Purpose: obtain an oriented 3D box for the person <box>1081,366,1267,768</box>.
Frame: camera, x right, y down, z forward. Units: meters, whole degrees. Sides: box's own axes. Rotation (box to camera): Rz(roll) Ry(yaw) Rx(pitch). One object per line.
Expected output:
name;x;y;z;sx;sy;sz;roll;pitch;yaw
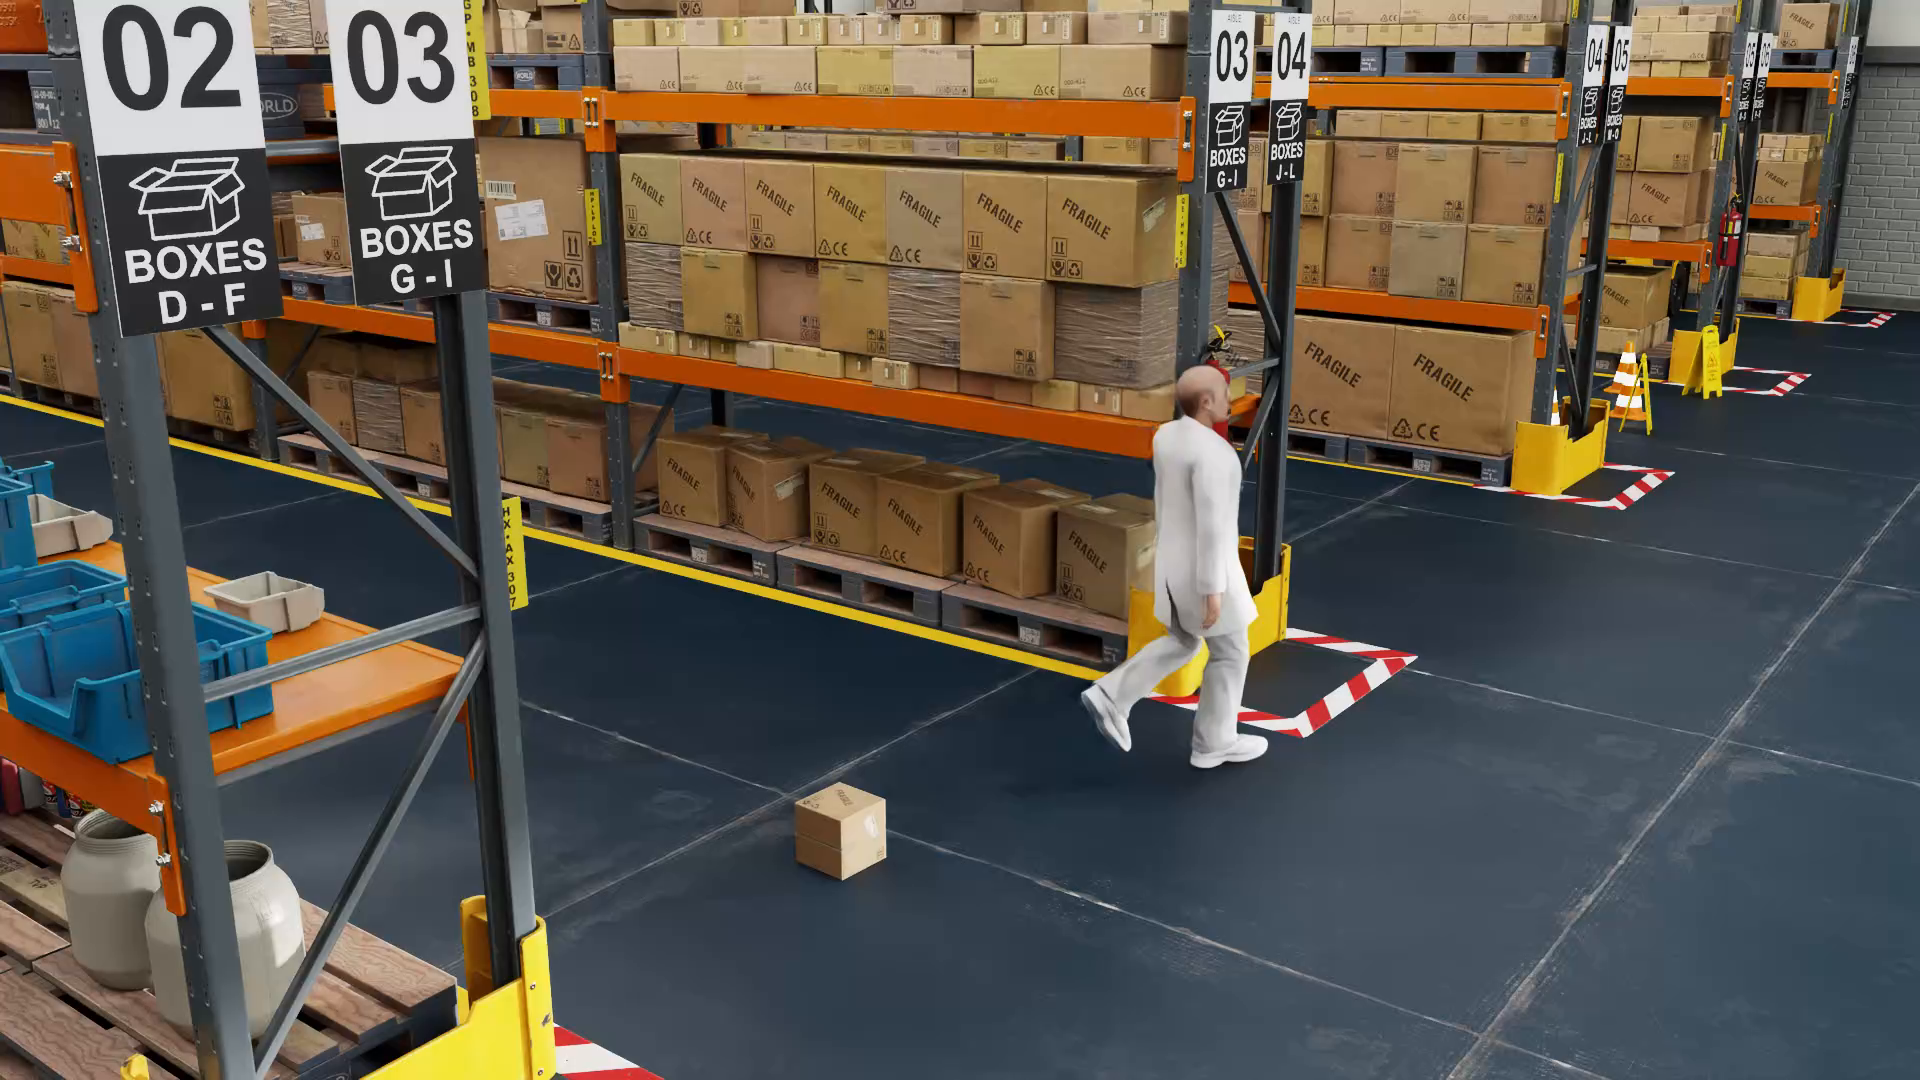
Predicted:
person;0.950;0.132;7.052;0.829;1.757;0.587;-6;17;-20
